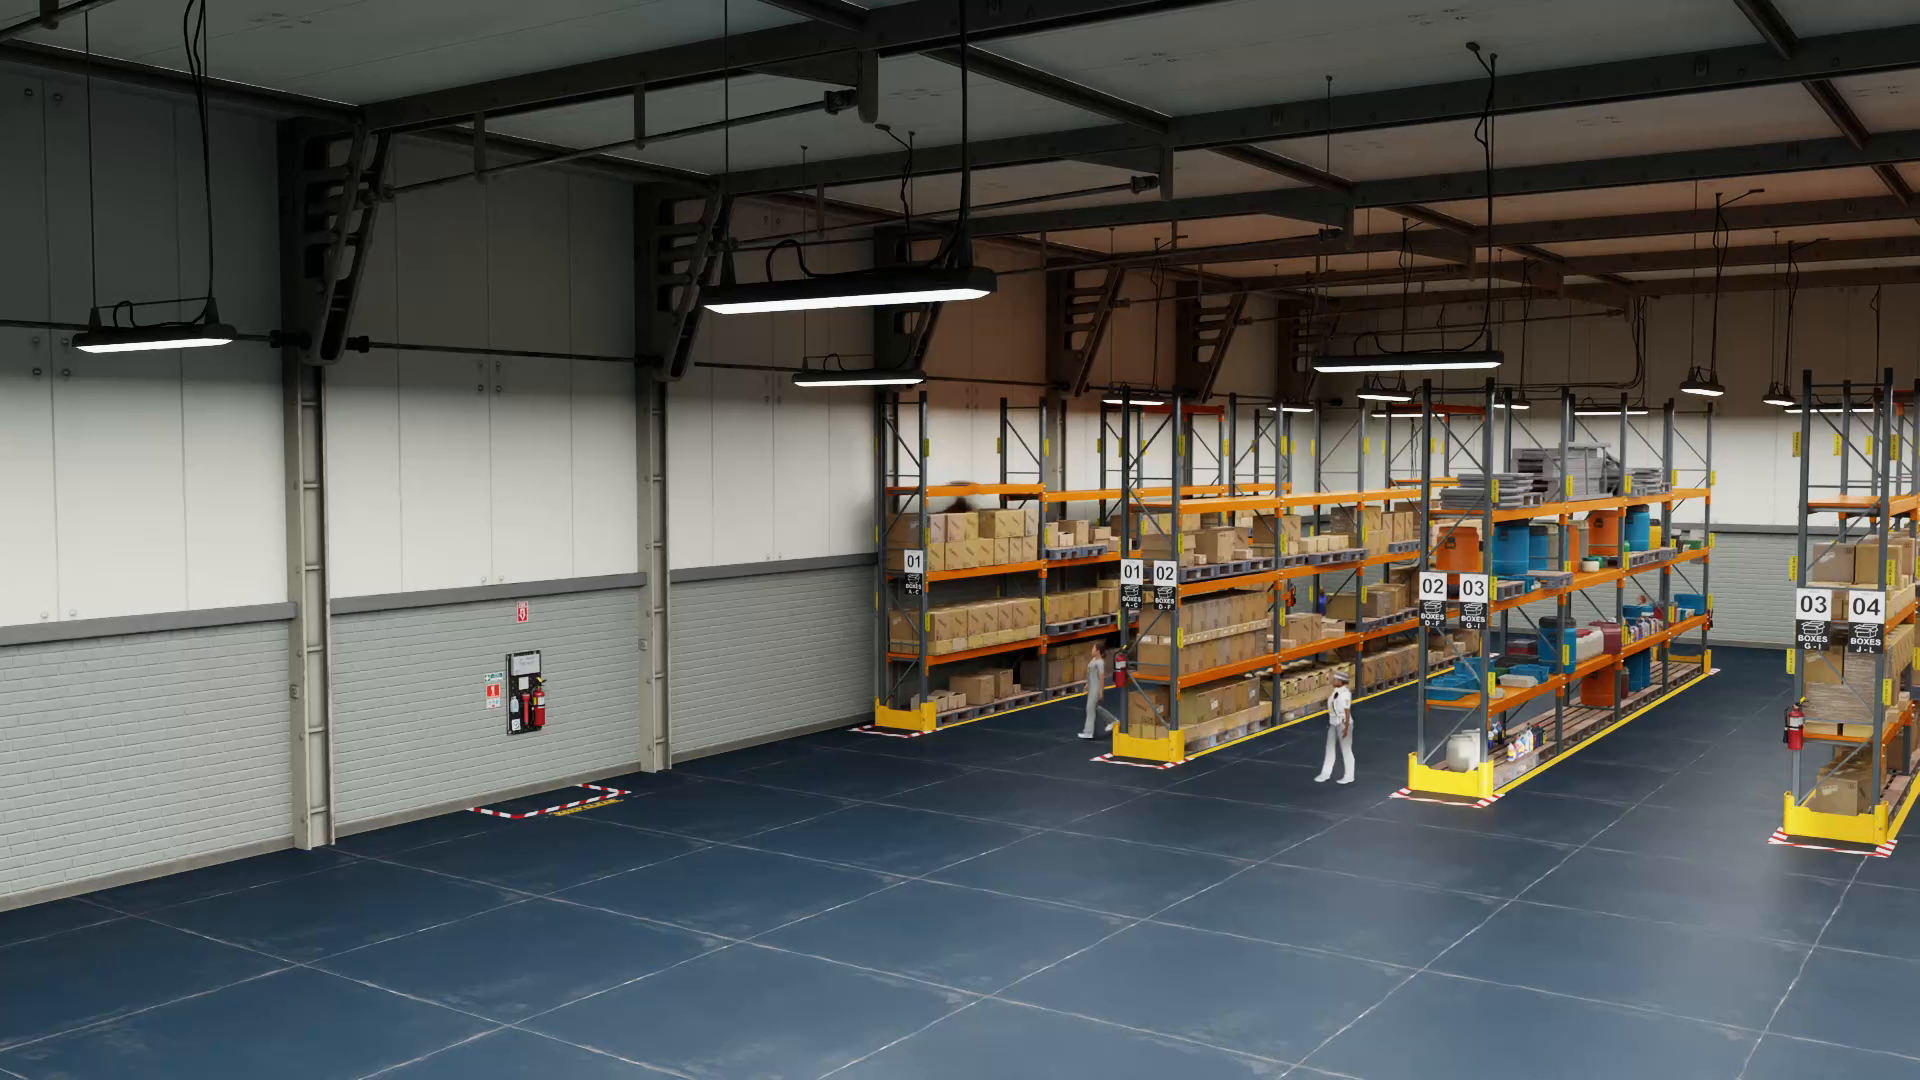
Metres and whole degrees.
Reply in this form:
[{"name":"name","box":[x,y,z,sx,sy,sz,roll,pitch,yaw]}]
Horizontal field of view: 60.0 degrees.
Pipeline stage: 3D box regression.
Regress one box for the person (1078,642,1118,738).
[{"name":"person","box":[2.388,2.582,28.826,0.899,1.632,0.514,-1,3,-16]}]

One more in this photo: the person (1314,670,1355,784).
[{"name":"person","box":[5.618,2.790,24.872,0.551,1.698,0.506,-1,3,-13]}]

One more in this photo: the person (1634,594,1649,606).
[{"name":"person","box":[15.919,2.052,38.842,0.413,1.578,0.755,2,4,35]}]

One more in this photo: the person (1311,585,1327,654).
[{"name":"person","box":[8.787,1.936,40.499,0.522,1.654,0.389,-1,3,-20]}]
